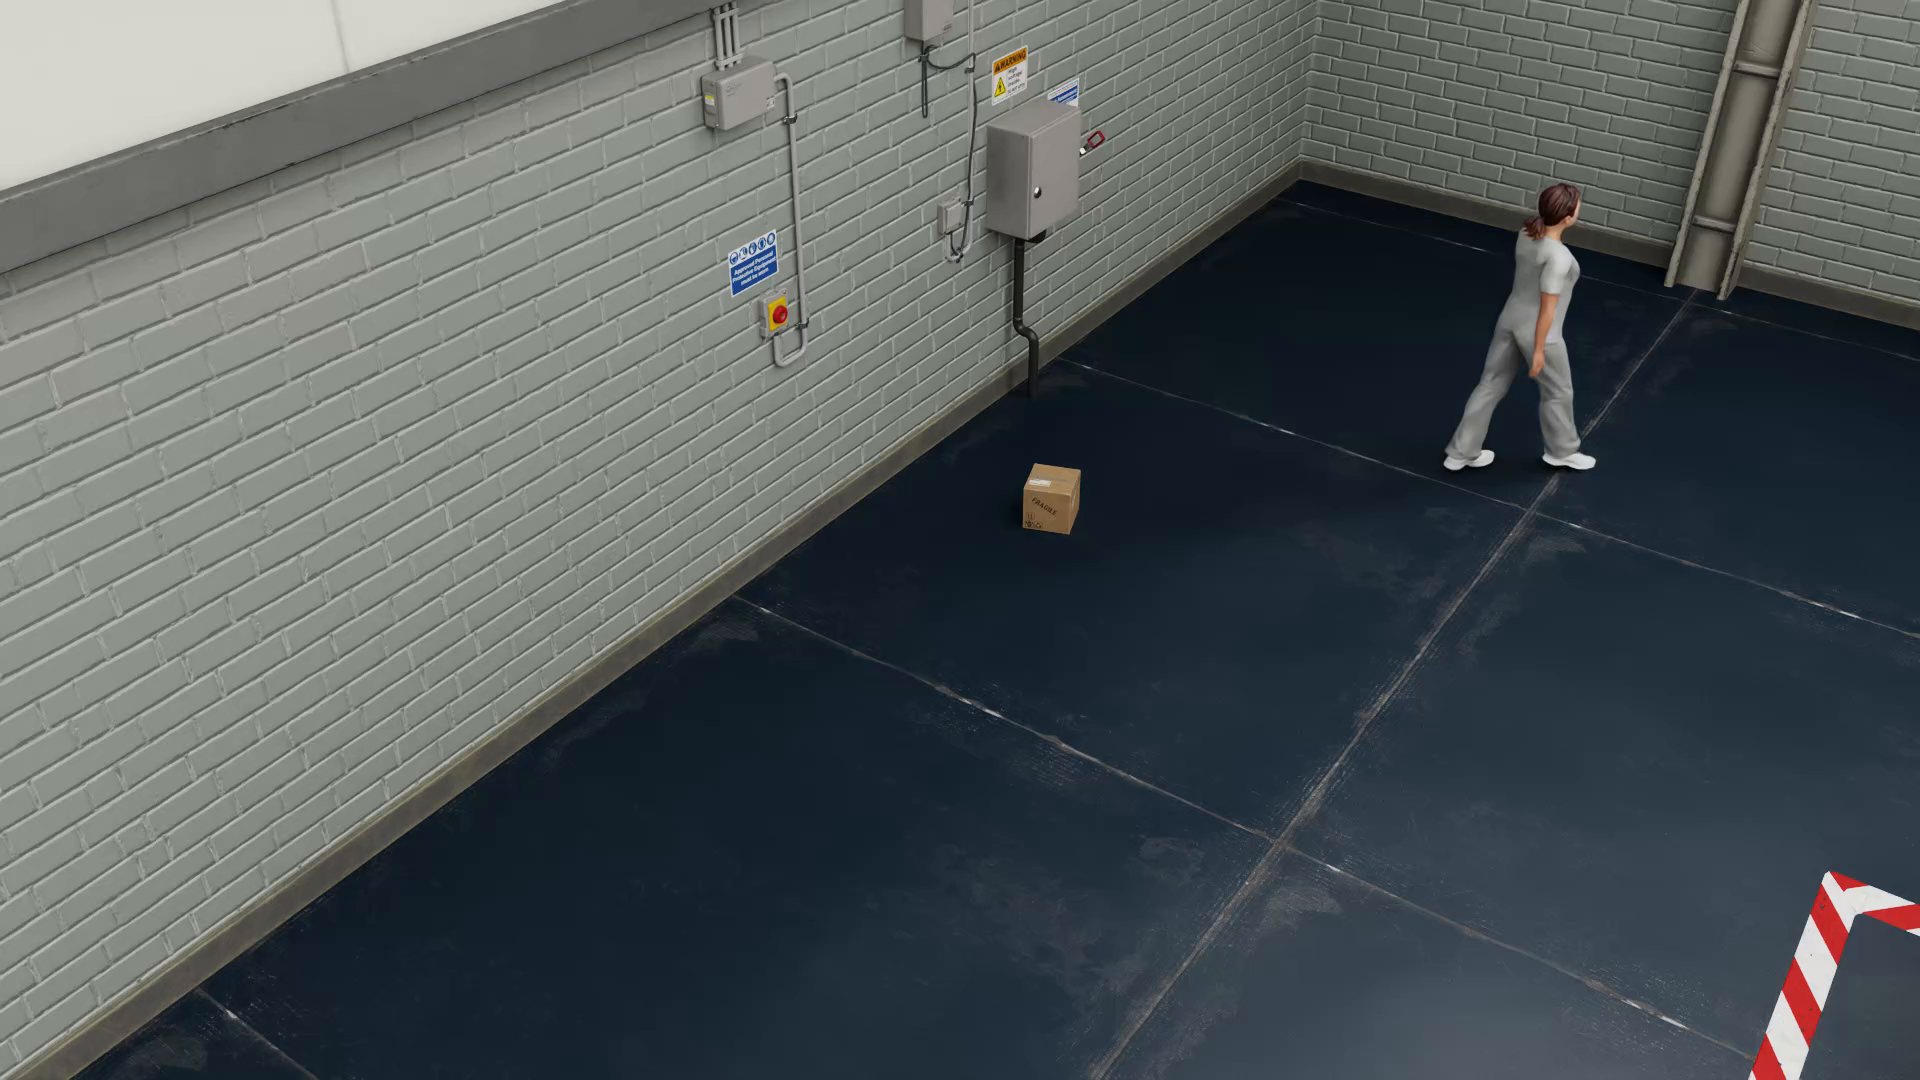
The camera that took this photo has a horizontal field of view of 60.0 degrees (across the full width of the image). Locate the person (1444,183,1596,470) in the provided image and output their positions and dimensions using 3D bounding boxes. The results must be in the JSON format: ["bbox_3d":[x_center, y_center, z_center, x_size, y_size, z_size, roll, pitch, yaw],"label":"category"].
[{"bbox_3d":[3.063,-1.103,8.726,0.832,1.654,0.466,-12,36,-16],"label":"person"}]
